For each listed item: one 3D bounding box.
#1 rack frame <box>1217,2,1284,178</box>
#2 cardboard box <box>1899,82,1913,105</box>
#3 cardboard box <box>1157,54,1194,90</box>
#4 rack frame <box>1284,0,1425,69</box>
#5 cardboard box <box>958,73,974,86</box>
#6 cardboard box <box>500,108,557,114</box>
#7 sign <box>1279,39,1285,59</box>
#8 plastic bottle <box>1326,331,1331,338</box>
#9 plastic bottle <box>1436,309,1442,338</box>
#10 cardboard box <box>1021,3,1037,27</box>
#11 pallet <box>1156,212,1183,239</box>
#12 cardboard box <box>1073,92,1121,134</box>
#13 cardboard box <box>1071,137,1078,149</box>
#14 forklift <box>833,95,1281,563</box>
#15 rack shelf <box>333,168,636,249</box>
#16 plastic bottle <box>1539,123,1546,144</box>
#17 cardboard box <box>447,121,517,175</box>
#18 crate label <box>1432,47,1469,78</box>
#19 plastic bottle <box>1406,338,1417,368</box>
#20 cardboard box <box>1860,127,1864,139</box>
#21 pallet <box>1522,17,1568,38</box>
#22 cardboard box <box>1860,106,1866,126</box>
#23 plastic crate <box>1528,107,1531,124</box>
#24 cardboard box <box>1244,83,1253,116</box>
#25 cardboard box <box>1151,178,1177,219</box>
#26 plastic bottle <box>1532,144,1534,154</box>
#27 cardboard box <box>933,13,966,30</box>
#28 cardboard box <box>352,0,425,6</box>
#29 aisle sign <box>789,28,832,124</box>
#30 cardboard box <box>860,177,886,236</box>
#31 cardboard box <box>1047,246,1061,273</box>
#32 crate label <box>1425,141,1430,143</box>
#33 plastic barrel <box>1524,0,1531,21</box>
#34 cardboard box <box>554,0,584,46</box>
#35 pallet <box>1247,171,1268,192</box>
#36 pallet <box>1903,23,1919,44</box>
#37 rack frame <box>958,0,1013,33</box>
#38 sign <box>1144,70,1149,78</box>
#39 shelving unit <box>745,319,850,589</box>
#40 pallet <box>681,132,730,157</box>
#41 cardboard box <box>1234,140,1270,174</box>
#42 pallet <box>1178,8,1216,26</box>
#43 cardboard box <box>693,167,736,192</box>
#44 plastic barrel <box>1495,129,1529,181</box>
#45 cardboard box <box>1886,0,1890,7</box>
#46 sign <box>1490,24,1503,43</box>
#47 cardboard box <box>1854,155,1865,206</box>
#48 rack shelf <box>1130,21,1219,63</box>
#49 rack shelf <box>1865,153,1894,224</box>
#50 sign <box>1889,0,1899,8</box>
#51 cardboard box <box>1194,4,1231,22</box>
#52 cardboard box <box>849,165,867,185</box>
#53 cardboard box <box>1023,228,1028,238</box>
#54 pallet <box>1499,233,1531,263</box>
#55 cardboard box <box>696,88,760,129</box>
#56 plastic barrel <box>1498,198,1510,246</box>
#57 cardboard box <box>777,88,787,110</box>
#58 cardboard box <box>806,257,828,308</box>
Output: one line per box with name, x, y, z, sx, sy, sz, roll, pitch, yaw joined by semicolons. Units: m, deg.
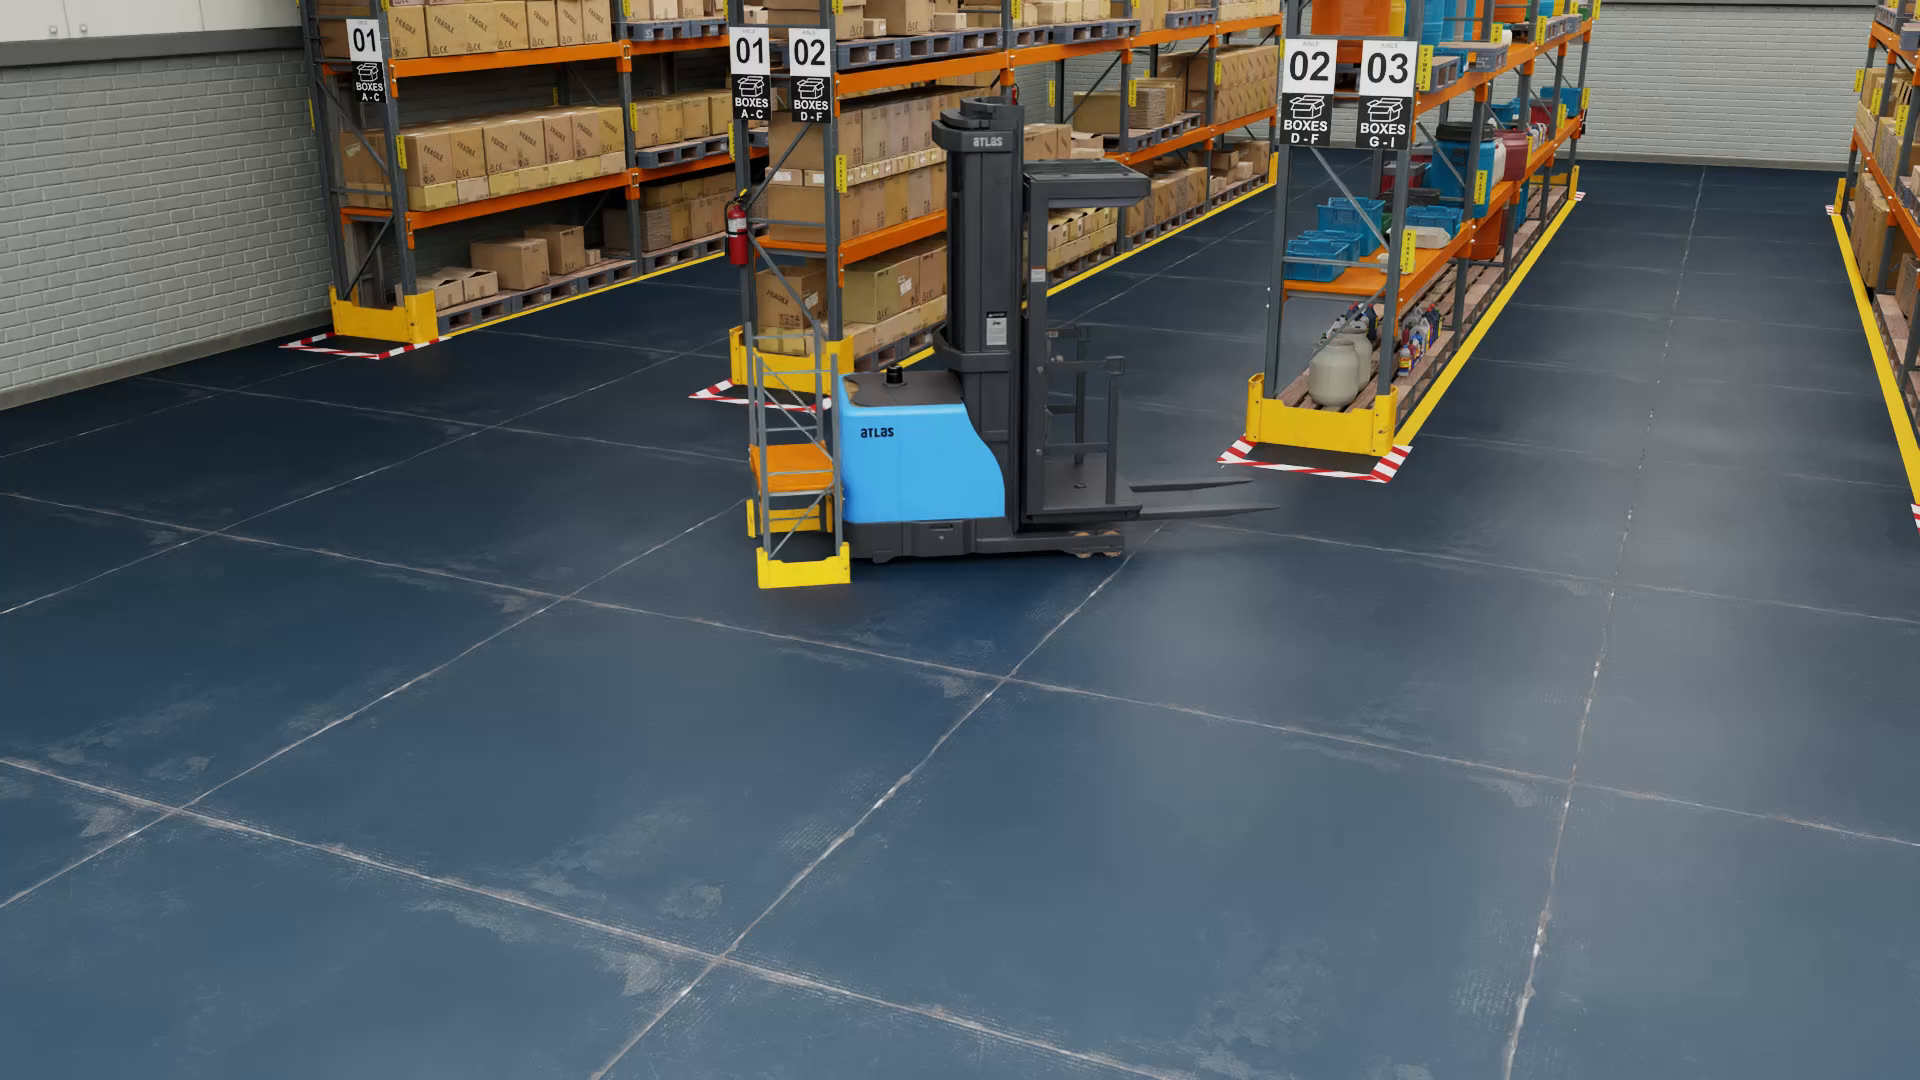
rack frame;5.000;-7.753;28.793;1.000;3.000;0.127;9;21;23
cardboard box;11.853;-5.285;20.207;0.797;0.503;0.637;9;21;23
cardboard box;3.333;-7.239;25.705;0.500;0.500;0.500;9;21;23
rack frame;2.966;-5.008;12.120;1.000;3.000;0.127;9;21;23
cardboard box;-0.329;-7.960;28.927;0.980;0.700;0.700;7;21;20
cardboard box;-5.033;-4.783;19.516;0.500;0.500;0.500;8;21;22
sign;5.498;-8.365;28.315;0.100;0.325;0.005;9;21;23
plastic bottle;3.446;-1.800;15.462;0.152;0.276;0.135;9;21;23
plastic bottle;4.708;-2.139;16.405;0.061;0.283;0.133;10;22;25
cardboard box;0.570;-5.981;18.930;0.500;0.250;0.500;6;21;17
pallet;2.566;-4.588;24.056;1.003;0.211;1.213;9;21;23
cardboard box;1.879;-5.761;22.414;0.700;0.500;0.500;2;20;4
cardboard box;1.181;-5.019;21.237;0.500;0.311;0.500;8;21;22
forklift;0.667;-1.435;11.130;3.031;2.935;1.130;-3;20;-8
rack shelf;-5.253;-3.813;18.788;1.077;0.370;4.000;9;21;23
plastic bottle;8.013;-5.626;22.998;0.152;0.276;0.135;9;21;23
cardboard box;-5.174;-4.244;18.001;0.500;0.500;0.500;8;21;21
crate label;4.034;-4.051;14.129;0.502;0.251;0.408;9;21;23
plastic bottle;4.133;-1.719;15.242;0.097;0.271;0.097;0;20;0
cardboard box;12.961;-5.741;23.509;0.380;0.149;0.250;8;21;21
pallet;7.186;-6.574;21.282;1.003;0.211;1.213;9;21;23
cardboard box;13.178;-6.040;23.755;0.500;0.250;0.500;8;21;21
plastic crate;8.673;-6.264;24.692;0.437;0.282;0.530;9;21;23
cardboard box;4.440;-7.161;26.979;0.500;0.500;0.500;8;21;22
cardboard box;2.800;-4.911;23.875;0.500;0.500;0.500;8;21;21
plastic bottle;7.485;-5.174;21.838;0.097;0.201;0.097;0;20;0
cardboard box;-0.158;-5.237;16.782;0.380;0.149;0.250;9;21;23
cardboard box;-5.693;-5.566;16.495;0.500;0.500;0.500;7;21;19
aisle sign;-1.299;-4.025;14.430;0.394;0.787;0.004;9;21;23
cardboard box;-1.138;-3.211;15.873;0.700;0.500;0.500;9;22;24
cardboard box;0.898;-3.391;20.005;0.500;0.250;0.500;8;21;21
crate label;5.588;-4.377;19.247;0.502;0.435;0.616;9;21;23
plastic barrel;6.886;-6.457;20.277;0.294;0.245;0.294;0;20;0
cardboard box;-4.634;-5.892;18.904;0.500;0.500;0.500;7;21;18
pallet;4.644;-6.172;28.509;1.003;0.211;1.213;9;21;23
pallet;11.431;-5.818;19.157;1.003;0.211;1.213;10;22;25
rack frame;0.086;-6.911;17.473;1.000;3.000;0.127;9;21;23
sign;2.864;-7.010;25.413;0.100;0.325;0.005;9;21;23
shelving unit;-1.092;-0.591;10.891;0.587;1.500;1.083;-4;20;-10
pallet;-3.570;-5.285;22.139;1.003;0.211;1.213;9;21;23
cardboard box;5.002;-6.583;28.576;0.500;0.500;0.500;9;21;23
pallet;3.031;-7.665;24.350;1.213;0.211;1.003;9;21;23
cardboard box;-3.334;-4.976;22.939;0.500;0.250;0.500;9;21;24
plastic barrel;6.328;-4.507;19.464;0.600;0.536;0.708;9;21;23
cardboard box;13.532;-7.776;23.457;0.700;0.500;0.500;8;21;21
sign;5.101;-4.743;15.838;0.100;0.325;0.005;9;21;23
cardboard box;13.847;-5.383;24.672;0.875;0.875;0.875;9;21;23
rack shelf;2.543;-6.993;23.254;1.077;0.370;4.000;9;21;23
rack shelf;11.580;-4.220;19.931;1.077;0.370;4.000;9;21;23
sign;11.892;-6.940;21.140;0.100;0.325;0.005;9;21;23
cardboard box;3.787;-7.988;25.200;0.500;0.250;0.500;9;21;23
cardboard box;-1.089;-3.386;15.397;0.380;0.149;0.250;8;21;21
cardboard box;0.693;-3.496;19.462;0.500;0.311;0.500;8;21;22
pallet;7.028;-3.931;22.208;1.003;0.211;1.213;9;21;23
cardboard box;-3.184;-5.921;22.835;0.700;0.500;0.500;6;21;18
plastic barrel;6.889;-4.186;21.734;0.600;0.588;0.708;9;21;23
cardboard box;-2.364;-6.296;24.073;0.500;0.500;0.500;9;22;24
cardboard box;-1.207;-2.630;16.746;0.500;0.500;0.500;9;21;23
